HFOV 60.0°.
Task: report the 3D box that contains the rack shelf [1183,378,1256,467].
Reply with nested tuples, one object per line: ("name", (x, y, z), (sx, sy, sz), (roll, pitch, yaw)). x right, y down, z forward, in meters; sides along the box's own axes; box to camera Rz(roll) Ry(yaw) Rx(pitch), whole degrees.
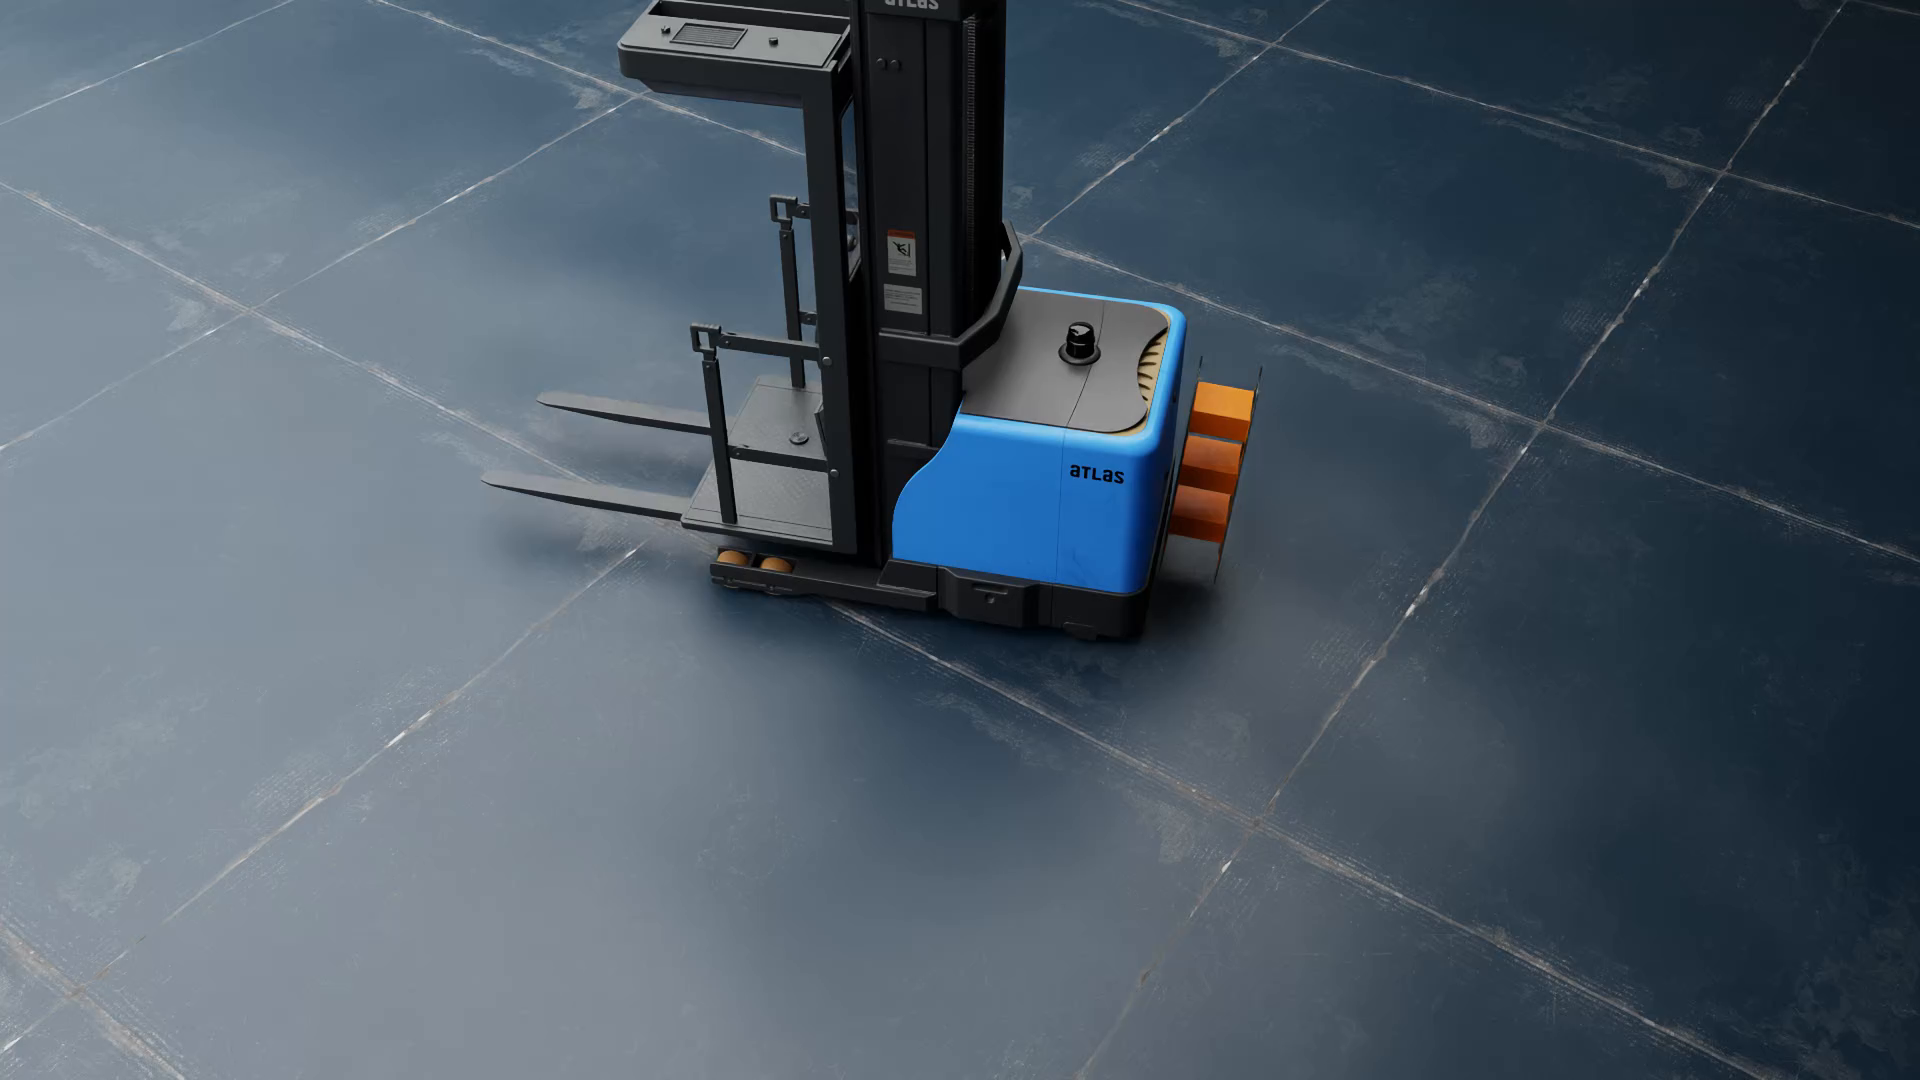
("rack shelf", (1.066, -0.484, 6.832), (0.240, 0.259, 0.215), (11, 43, 7))

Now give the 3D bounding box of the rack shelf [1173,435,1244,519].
("rack shelf", (1.048, -0.276, 7.024), (0.240, 0.259, 0.215), (11, 43, 7))

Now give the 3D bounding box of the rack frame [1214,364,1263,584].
("rack frame", (1.168, -0.260, 7.002), (0.008, 1.050, 0.200), (11, 43, 7))

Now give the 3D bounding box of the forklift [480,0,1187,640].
("forklift", (-0.606, -1.186, 6.626), (3.031, 2.935, 1.130), (9, 43, 10))

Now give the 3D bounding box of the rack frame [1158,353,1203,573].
("rack frame", (0.930, -0.307, 7.032), (0.008, 1.050, 0.200), (11, 43, 7))

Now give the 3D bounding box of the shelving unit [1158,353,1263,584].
("shelving unit", (1.049, -0.283, 7.017), (0.252, 1.050, 0.215), (11, 43, 7))

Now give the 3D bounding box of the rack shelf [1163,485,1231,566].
("rack shelf", (1.031, -0.071, 7.212), (0.240, 0.259, 0.215), (11, 43, 7))
